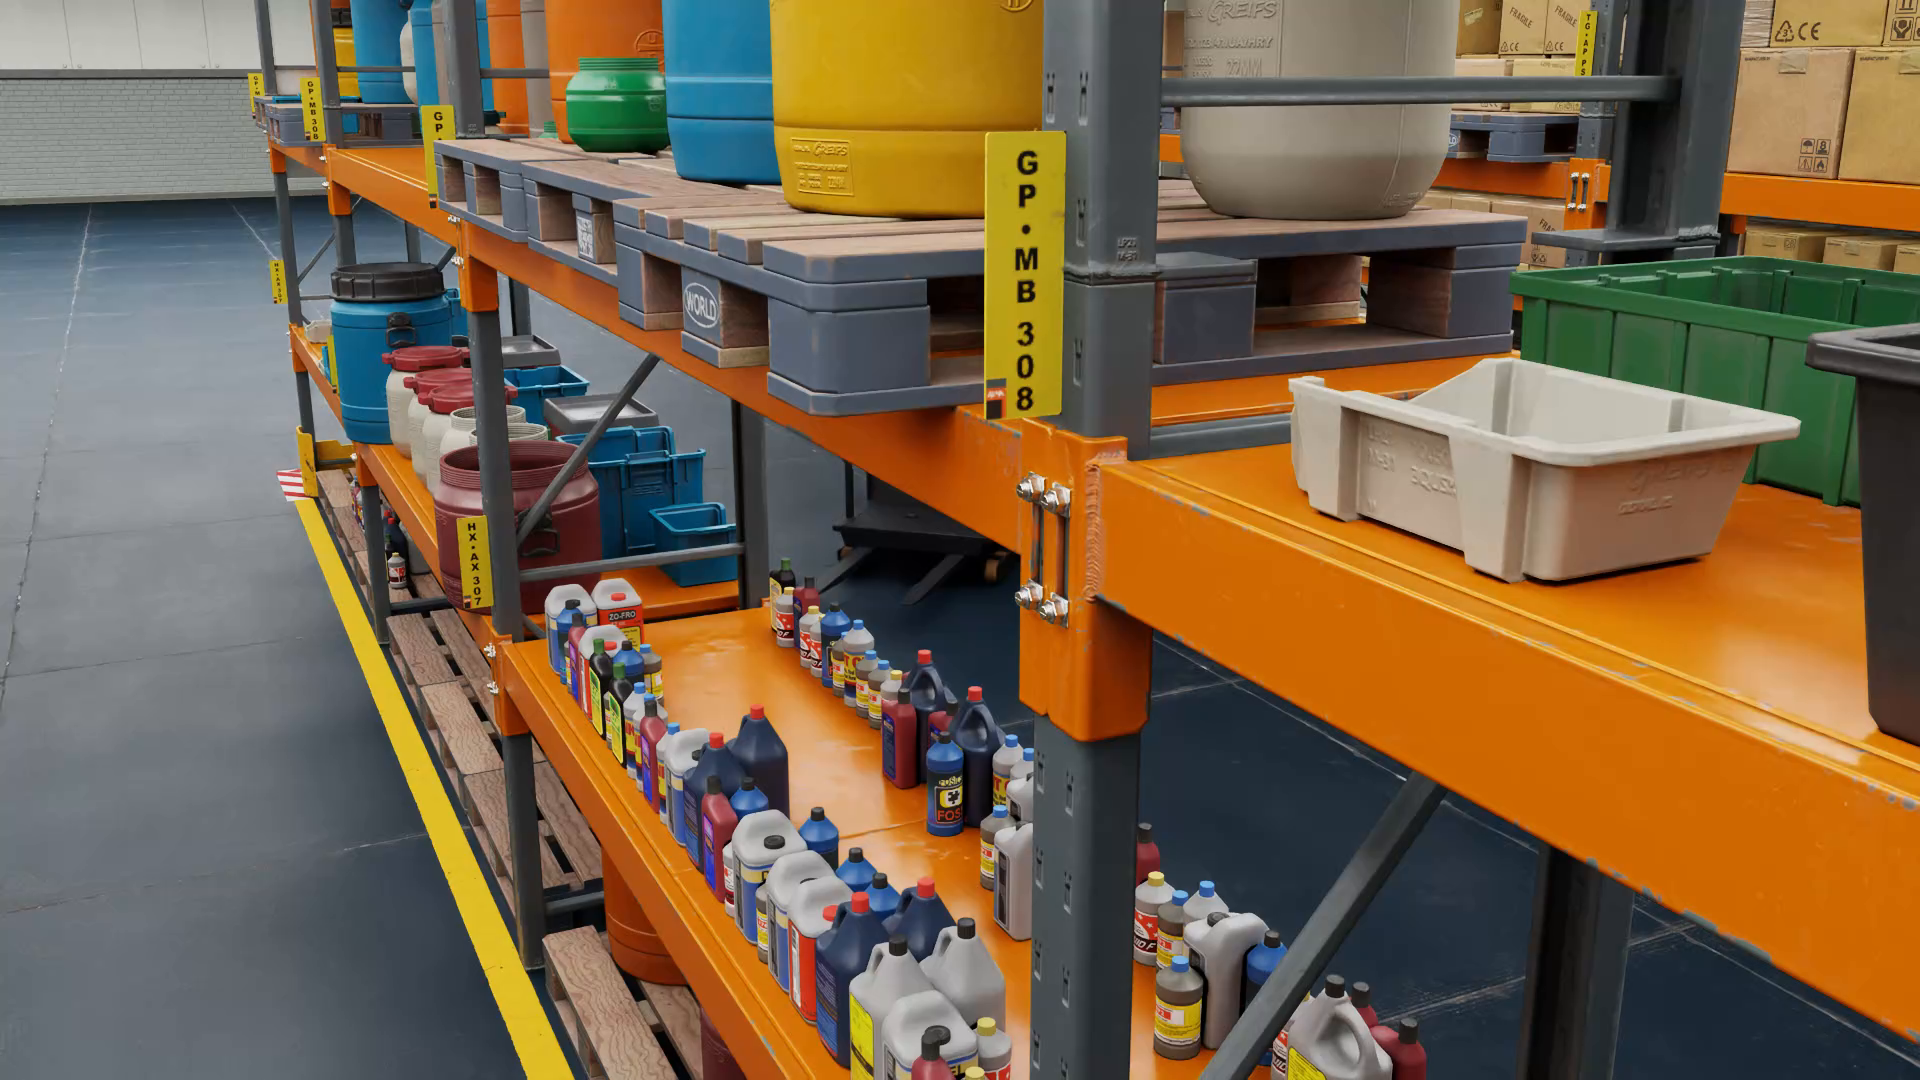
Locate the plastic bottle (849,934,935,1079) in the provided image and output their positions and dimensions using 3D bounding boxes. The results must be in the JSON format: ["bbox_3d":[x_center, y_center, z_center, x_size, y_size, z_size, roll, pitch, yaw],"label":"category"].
[{"bbox_3d":[-0.128,0.915,3.212,0.144,0.351,0.185,-8,18,-25],"label":"plastic bottle"}]

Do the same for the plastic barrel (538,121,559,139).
[{"bbox_3d":[-1.337,-1.334,5.804,0.294,0.245,0.294,0,16,0],"label":"plastic barrel"}]

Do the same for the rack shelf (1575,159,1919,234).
[{"bbox_3d":[4.147,-1.109,6.045,1.077,0.370,4.000,-8,18,-25],"label":"rack shelf"}]

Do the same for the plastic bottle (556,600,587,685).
[{"bbox_3d":[-1.258,0.329,5.401,0.097,0.271,0.097,0,16,0],"label":"plastic bottle"}]

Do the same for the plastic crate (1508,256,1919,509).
[{"bbox_3d":[1.027,-0.191,1.925,0.450,0.188,0.662,-8,18,-25],"label":"plastic crate"}]

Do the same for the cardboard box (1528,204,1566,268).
[{"bbox_3d":[5.261,-2.602,14.254,0.500,0.500,0.500,-8,18,-25],"label":"cardboard box"}]

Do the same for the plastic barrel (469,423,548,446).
[{"bbox_3d":[-1.826,-0.195,6.788,0.421,0.512,0.421,0,16,0],"label":"plastic barrel"}]

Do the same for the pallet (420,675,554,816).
[{"bbox_3d":[-2.018,0.930,8.128,1.003,0.211,1.213,-8,18,-25],"label":"pallet"}]

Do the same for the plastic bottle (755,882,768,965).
[{"bbox_3d":[-0.409,0.843,3.737,0.097,0.201,0.097,0,16,0],"label":"plastic bottle"}]

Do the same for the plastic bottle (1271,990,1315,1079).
[{"bbox_3d":[0.667,0.974,3.280,0.097,0.201,0.097,0,16,0],"label":"plastic bottle"}]

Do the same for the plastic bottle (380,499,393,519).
[{"bbox_3d":[-3.702,-0.094,10.646,0.144,0.351,0.185,-8,18,-25],"label":"plastic bottle"}]

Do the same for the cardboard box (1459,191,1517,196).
[{"bbox_3d":[5.057,-3.046,15.802,0.500,0.500,0.500,-8,18,-26],"label":"cardboard box"}]

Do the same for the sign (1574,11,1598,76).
[{"bbox_3d":[2.769,-2.173,7.365,0.100,0.325,0.005,-8,18,-25],"label":"sign"}]

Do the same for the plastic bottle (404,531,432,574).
[{"bbox_3d":[-3.347,0.016,10.262,0.144,0.351,0.185,-8,18,-25],"label":"plastic bottle"}]

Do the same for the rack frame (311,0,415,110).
[{"bbox_3d":[-2.936,-3.787,8.634,1.000,3.000,0.127,-8,18,-25],"label":"rack frame"}]

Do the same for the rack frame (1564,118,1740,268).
[{"bbox_3d":[3.271,-0.509,8.087,1.000,3.000,0.127,-8,18,-25],"label":"rack frame"}]

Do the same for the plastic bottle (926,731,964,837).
[{"bbox_3d":[-0.039,0.631,4.346,0.097,0.271,0.097,0,16,0],"label":"plastic bottle"}]

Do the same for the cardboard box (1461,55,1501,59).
[{"bbox_3d":[4.828,-4.083,14.885,0.500,0.500,0.500,-6,17,-21],"label":"cardboard box"}]

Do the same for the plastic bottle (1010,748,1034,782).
[{"bbox_3d":[0.175,0.662,4.239,0.097,0.271,0.097,0,16,0],"label":"plastic bottle"}]

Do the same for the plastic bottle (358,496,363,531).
[{"bbox_3d":[-3.980,-0.198,11.153,0.097,0.271,0.097,0,16,0],"label":"plastic bottle"}]

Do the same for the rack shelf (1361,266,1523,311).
[{"bbox_3d":[5.094,-2.251,15.460,1.077,0.370,4.000,-8,18,-25],"label":"rack shelf"}]

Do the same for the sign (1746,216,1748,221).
[{"bbox_3d":[6.468,-2.725,13.710,0.100,0.325,0.005,-8,18,-25],"label":"sign"}]

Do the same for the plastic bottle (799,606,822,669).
[{"bbox_3d":[-0.487,0.321,5.556,0.097,0.201,0.097,0,16,0],"label":"plastic bottle"}]

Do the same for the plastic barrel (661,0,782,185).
[{"bbox_3d":[-0.316,-1.209,3.418,0.600,0.901,0.708,-8,18,-25],"label":"plastic barrel"}]

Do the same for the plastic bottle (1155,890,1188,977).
[{"bbox_3d":[0.480,0.868,3.648,0.097,0.201,0.097,0,16,0],"label":"plastic bottle"}]

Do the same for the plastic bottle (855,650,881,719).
[{"bbox_3d":[-0.274,0.441,5.135,0.097,0.201,0.097,0,16,0],"label":"plastic bottle"}]

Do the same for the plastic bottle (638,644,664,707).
[{"bbox_3d":[-0.977,0.425,5.191,0.097,0.201,0.097,0,16,0],"label":"plastic bottle"}]

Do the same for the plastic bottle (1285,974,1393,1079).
[{"bbox_3d":[0.689,0.967,3.031,0.144,0.351,0.185,-8,18,-25],"label":"plastic bottle"}]

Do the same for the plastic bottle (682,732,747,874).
[{"bbox_3d":[-0.610,0.642,4.164,0.144,0.351,0.185,-8,18,-25],"label":"plastic bottle"}]

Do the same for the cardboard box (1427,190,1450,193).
[{"bbox_3d":[4.364,-3.112,16.033,0.500,0.500,0.500,-8,18,-25],"label":"cardboard box"}]

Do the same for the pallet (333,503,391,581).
[{"bbox_3d":[-3.731,-0.038,11.499,1.003,0.211,1.213,-8,18,-25],"label":"pallet"}]

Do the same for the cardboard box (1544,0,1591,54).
[{"bbox_3d":[5.256,-4.308,13.855,0.500,0.500,0.500,-7,17,-22],"label":"cardboard box"}]

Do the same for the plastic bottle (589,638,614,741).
[{"bbox_3d":[-1.064,0.444,4.976,0.061,0.283,0.133,-8,18,-25],"label":"plastic bottle"}]

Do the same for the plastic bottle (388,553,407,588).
[{"bbox_3d":[-3.375,0.178,9.969,0.097,0.201,0.097,0,16,0],"label":"plastic bottle"}]

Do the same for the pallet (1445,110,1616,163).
[{"bbox_3d":[2.894,-2.018,8.248,1.213,0.211,1.003,-7,17,-22],"label":"pallet"}]

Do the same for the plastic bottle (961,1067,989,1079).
[{"bbox_3d":[0.027,1.051,3.010,0.097,0.201,0.097,0,16,0],"label":"plastic bottle"}]

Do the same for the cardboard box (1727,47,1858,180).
[{"bbox_3d":[3.716,-1.769,6.856,0.910,0.500,0.500,-8,18,-25],"label":"cardboard box"}]

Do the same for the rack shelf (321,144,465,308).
[{"bbox_3d":[-2.059,-1.504,7.418,1.077,0.370,4.000,-8,18,-25],"label":"rack shelf"}]

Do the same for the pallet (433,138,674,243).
[{"bbox_3d":[-0.936,-1.061,4.915,1.003,0.211,1.213,-8,18,-25],"label":"pallet"}]

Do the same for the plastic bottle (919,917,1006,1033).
[{"bbox_3d":[0.002,0.898,3.273,0.144,0.351,0.185,-8,18,-25],"label":"plastic bottle"}]

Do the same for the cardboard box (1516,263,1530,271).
[{"bbox_3d":[5.045,-2.366,14.794,0.500,0.250,0.500,-8,18,-25],"label":"cardboard box"}]

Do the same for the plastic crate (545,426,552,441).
[{"bbox_3d":[-1.919,-0.404,8.104,0.450,0.188,0.662,-8,18,-25],"label":"plastic crate"}]

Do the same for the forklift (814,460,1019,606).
[{"bbox_3d":[-0.178,-1.243,10.767,1.130,2.935,3.031,5,17,16],"label":"forklift"}]

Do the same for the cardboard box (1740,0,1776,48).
[{"bbox_3d":[3.457,-2.371,7.142,0.500,0.500,0.500,-8,18,-25],"label":"cardboard box"}]

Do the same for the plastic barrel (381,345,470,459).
[{"bbox_3d":[-2.714,-0.705,8.523,0.433,0.535,0.433,0,16,0],"label":"plastic barrel"}]

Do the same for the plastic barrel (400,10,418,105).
[{"bbox_3d":[-2.948,-2.731,9.429,0.421,0.512,0.421,0,16,0],"label":"plastic barrel"}]

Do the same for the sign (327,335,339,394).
[{"bbox_3d":[-3.435,-0.973,9.201,0.100,0.325,0.005,-8,18,-25],"label":"sign"}]

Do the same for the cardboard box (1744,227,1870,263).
[{"bbox_3d":[6.401,-2.090,12.618,0.700,0.500,0.500,-6,17,-19],"label":"cardboard box"}]

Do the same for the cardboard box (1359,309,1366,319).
[{"bbox_3d":[2.291,-1.102,9.971,0.500,0.500,0.500,-8,18,-25],"label":"cardboard box"}]

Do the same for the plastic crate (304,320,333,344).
[{"bbox_3d":[-4.585,-1.508,12.045,0.298,0.136,0.250,-8,18,-25],"label":"plastic crate"}]

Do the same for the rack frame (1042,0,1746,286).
[{"bbox_3d":[0.569,-1.803,1.721,1.000,3.000,0.127,-8,18,-25],"label":"rack frame"}]

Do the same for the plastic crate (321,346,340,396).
[{"bbox_3d":[-3.664,-1.074,10.323,0.499,0.251,0.616,-8,18,-25],"label":"plastic crate"}]

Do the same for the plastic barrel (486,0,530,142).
[{"bbox_3d":[-1.634,-1.952,6.898,0.600,0.830,0.708,-8,18,-25],"label":"plastic barrel"}]

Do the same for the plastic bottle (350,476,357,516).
[{"bbox_3d":[-4.174,-0.308,11.535,0.097,0.271,0.097,0,16,0],"label":"plastic bottle"}]

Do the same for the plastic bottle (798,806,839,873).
[{"bbox_3d":[-0.332,0.757,3.907,0.097,0.271,0.097,0,16,0],"label":"plastic bottle"}]

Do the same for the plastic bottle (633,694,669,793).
[{"bbox_3d":[-0.853,0.558,4.602,0.097,0.271,0.097,0,16,0],"label":"plastic bottle"}]
